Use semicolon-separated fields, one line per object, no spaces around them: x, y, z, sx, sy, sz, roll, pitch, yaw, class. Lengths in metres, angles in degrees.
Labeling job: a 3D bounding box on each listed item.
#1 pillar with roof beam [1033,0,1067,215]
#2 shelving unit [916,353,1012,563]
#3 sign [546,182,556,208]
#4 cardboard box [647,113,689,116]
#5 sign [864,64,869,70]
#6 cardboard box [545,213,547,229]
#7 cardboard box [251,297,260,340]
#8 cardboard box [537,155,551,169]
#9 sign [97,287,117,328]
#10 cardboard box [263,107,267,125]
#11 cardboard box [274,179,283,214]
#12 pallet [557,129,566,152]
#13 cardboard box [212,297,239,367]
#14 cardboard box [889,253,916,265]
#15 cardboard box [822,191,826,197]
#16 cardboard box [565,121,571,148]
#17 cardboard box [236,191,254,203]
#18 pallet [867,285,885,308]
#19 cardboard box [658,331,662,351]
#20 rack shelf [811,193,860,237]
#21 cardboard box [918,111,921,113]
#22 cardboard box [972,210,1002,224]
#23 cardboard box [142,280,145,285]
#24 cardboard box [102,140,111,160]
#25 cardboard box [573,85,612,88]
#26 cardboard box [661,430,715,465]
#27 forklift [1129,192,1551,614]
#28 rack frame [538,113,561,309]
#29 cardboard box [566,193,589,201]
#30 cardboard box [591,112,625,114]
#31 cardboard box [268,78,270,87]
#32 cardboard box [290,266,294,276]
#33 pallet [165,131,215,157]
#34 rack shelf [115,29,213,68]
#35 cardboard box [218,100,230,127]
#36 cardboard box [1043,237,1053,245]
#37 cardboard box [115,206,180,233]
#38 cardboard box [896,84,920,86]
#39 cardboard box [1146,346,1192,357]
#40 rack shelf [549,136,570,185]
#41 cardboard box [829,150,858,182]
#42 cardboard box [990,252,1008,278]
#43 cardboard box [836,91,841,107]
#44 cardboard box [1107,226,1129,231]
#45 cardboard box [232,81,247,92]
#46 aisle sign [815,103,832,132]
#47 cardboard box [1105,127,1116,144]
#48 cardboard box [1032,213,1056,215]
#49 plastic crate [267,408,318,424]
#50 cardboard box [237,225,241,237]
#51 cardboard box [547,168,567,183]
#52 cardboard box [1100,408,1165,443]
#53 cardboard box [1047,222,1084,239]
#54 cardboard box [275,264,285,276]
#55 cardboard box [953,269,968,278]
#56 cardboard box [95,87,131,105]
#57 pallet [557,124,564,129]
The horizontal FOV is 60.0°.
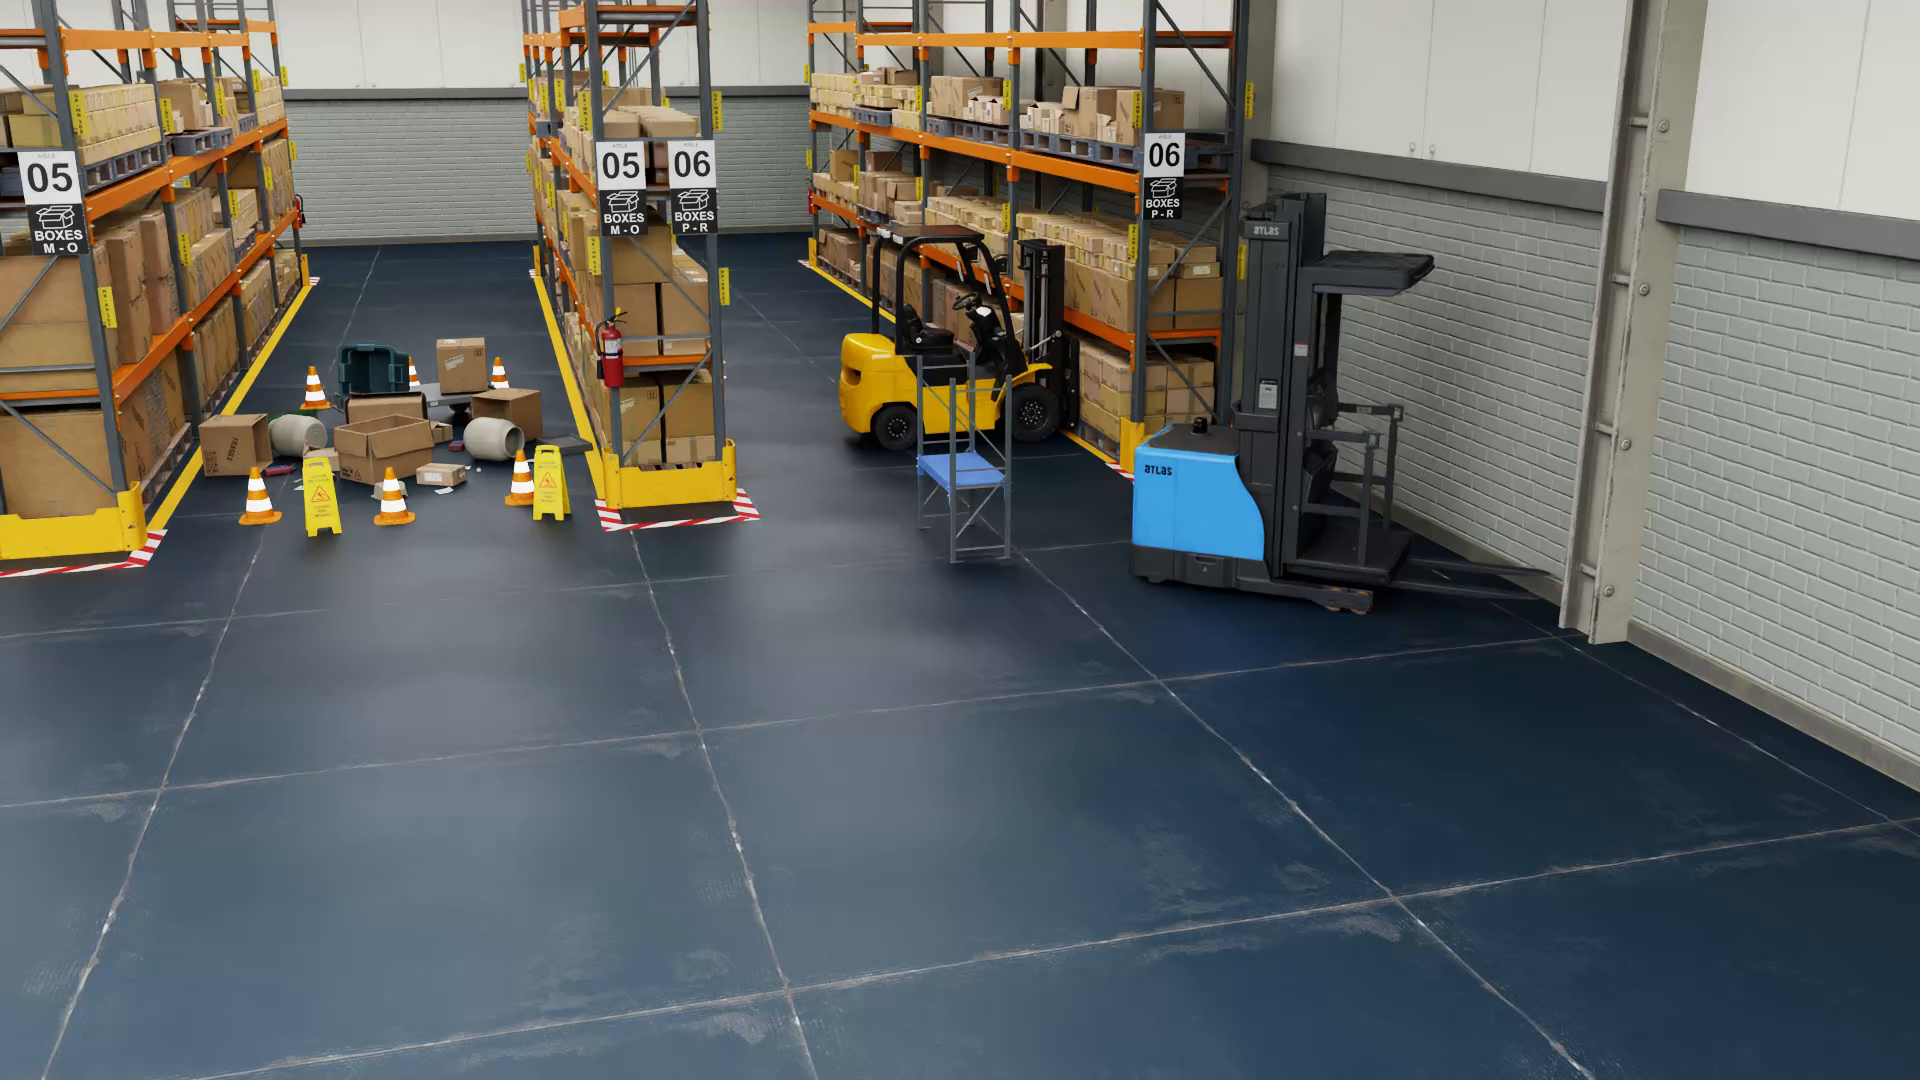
-2.954;-6.631;20.386;9.100;9.000;0.400;-5;17;-15;pillar with roof beam
0.023;-0.695;13.658;0.538;1.500;1.048;-5;17;-15;shelving unit
-5.344;-4.504;21.720;0.100;0.325;0.005;-5;17;-15;sign
-2.759;-3.952;15.730;0.380;0.149;0.250;-4;17;-14;cardboard box
-1.699;-8.500;30.281;0.100;0.325;0.005;-5;17;-15;sign
-5.900;-4.743;24.790;0.500;0.250;0.500;-5;17;-17;cardboard box
-9.634;-2.934;22.120;0.500;0.500;0.500;-4;17;-15;cardboard box
-6.306;-5.736;25.923;0.500;0.500;0.500;-5;17;-16;cardboard box
-6.809;-1.857;13.278;0.100;0.325;0.005;-5;17;-15;sign
-10.662;-6.333;24.868;0.500;0.250;0.500;-5;17;-16;cardboard box
-10.783;-5.307;25.716;0.500;0.500;0.500;-5;17;-16;cardboard box
-4.067;-4.700;19.499;1.213;0.211;1.003;-5;17;-15;pallet
-9.462;-2.523;20.319;1.050;0.750;0.750;-5;17;-16;cardboard box
-0.877;-4.332;25.649;0.380;0.149;0.250;-4;17;-13;cardboard box
-2.298;-6.301;30.152;0.380;0.149;0.250;-4;17;-14;cardboard box
-3.855;-4.252;17.423;0.500;0.250;0.500;-5;17;-16;cardboard box
-10.270;-4.877;23.648;0.380;0.149;0.250;-5;17;-17;cardboard box
-0.879;-3.937;26.691;1.003;0.211;1.213;-5;17;-15;pallet
-2.590;-1.840;15.301;0.380;0.149;0.250;-4;17;-14;cardboard box
-1.689;-5.703;28.974;1.077;0.370;4.000;-5;17;-15;rack shelf
-0.369;-6.023;23.142;0.380;0.149;0.250;-4;17;-14;cardboard box
0.372;-4.068;20.980;0.380;0.149;0.250;-5;17;-15;cardboard box
-8.123;-2.130;15.570;0.875;0.550;0.550;-5;17;-15;cardboard box
-7.340;-3.258;13.902;0.380;0.149;0.250;-5;17;-15;cardboard box
-4.296;-5.124;19.244;0.500;0.250;0.500;-4;17;-14;cardboard box
-2.569;-0.911;15.820;0.500;0.250;0.500;-5;17;-16;cardboard box
2.873;-1.034;12.301;3.031;2.935;1.130;7;18;23;forklift
-5.911;-5.101;25.719;1.000;3.000;0.127;-5;17;-15;rack frame
-3.800;-3.418;17.689;0.700;0.500;0.500;-5;17;-16;cardboard box
-3.433;-4.050;16.057;0.380;0.149;0.250;-4;17;-14;cardboard box
-11.135;-7.228;26.286;0.380;0.149;0.250;-5;17;-17;cardboard box
-11.023;-4.357;26.951;0.380;0.149;0.250;-4;17;-14;cardboard box
-9.005;-4.438;18.628;1.003;0.211;1.213;-4;17;-13;pallet
-8.994;-5.359;18.096;1.077;0.370;4.000;-5;17;-15;rack shelf
-9.444;-5.239;20.790;0.500;0.500;0.500;-5;17;-15;cardboard box
1.132;-3.243;18.233;0.380;0.149;0.250;-5;17;-16;cardboard box
-8.729;-3.274;17.727;0.700;0.500;0.500;-5;17;-16;cardboard box
-0.775;-6.991;25.812;0.380;0.149;0.250;-5;17;-16;cardboard box
2.068;-1.824;17.122;0.500;0.250;0.500;-5;17;-15;cardboard box
-4.262;-4.533;19.866;1.077;0.370;4.000;-5;17;-15;rack shelf
-1.960;-6.469;28.714;0.500;0.500;0.500;-4;17;-14;cardboard box
0.669;-3.328;20.079;0.500;0.250;0.500;-4;17;-14;cardboard box
-1.795;-7.401;27.905;0.500;0.250;0.500;-4;17;-14;cardboard box
1.798;-3.289;17.868;0.380;0.149;0.250;-4;17;-14;cardboard box
-10.489;-6.576;24.116;0.380;0.149;0.250;-5;17;-16;cardboard box
-2.540;-7.841;30.324;0.394;0.787;0.004;-5;17;-15;aisle sign
1.639;-3.946;16.192;0.380;0.149;0.250;-5;17;-17;cardboard box
0.988;-3.971;20.656;0.380;0.149;0.250;-5;17;-16;cardboard box
-7.136;-1.205;17.538;0.450;0.188;0.662;-6;15;16;plastic crate
-9.771;-4.092;22.069;0.380;0.149;0.250;-4;17;-13;cardboard box
-5.484;-4.923;23.214;0.500;0.500;0.500;-5;17;-15;cardboard box
1.726;-1.164;16.664;0.500;0.250;0.500;-5;17;-15;cardboard box
1.168;-3.387;18.195;0.380;0.149;0.250;-5;17;-16;cardboard box
-10.759;-4.208;25.938;0.380;0.149;0.250;-4;17;-14;cardboard box
0.116;-3.871;24.114;0.380;0.149;0.250;-4;17;-12;cardboard box
-7.691;-3.991;14.956;0.380;0.149;0.250;-5;17;-16;cardboard box
-5.611;-6.196;24.484;0.805;0.209;1.217;-5;18;-17;pallet
